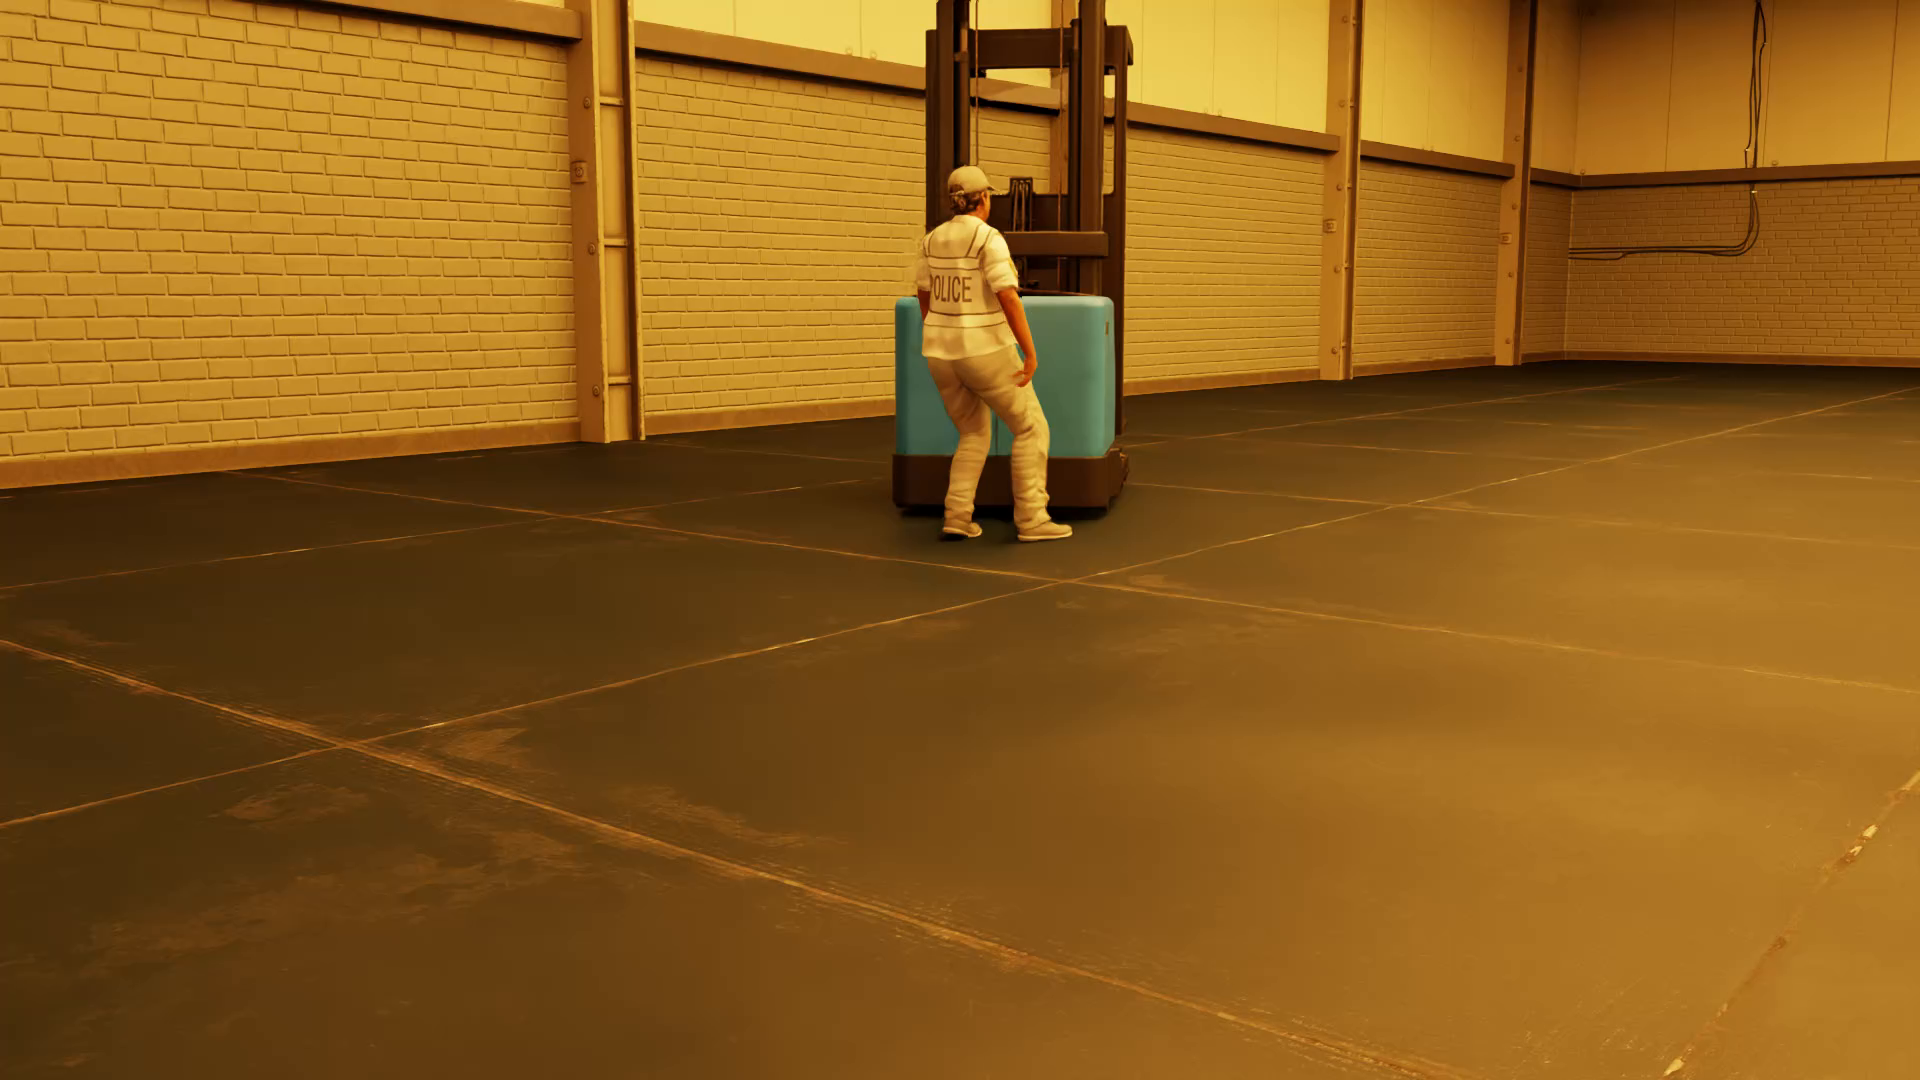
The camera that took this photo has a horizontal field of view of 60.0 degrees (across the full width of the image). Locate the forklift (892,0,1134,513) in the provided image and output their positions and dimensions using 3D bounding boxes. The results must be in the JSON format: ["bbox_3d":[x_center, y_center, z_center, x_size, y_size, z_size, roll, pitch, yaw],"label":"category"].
[{"bbox_3d":[0.393,-1.761,9.313,1.130,2.935,3.031,1,8,8],"label":"forklift"}]

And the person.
[{"bbox_3d":[0.132,-0.818,7.415,0.540,1.654,0.614,-8,12,-44],"label":"person"}]
